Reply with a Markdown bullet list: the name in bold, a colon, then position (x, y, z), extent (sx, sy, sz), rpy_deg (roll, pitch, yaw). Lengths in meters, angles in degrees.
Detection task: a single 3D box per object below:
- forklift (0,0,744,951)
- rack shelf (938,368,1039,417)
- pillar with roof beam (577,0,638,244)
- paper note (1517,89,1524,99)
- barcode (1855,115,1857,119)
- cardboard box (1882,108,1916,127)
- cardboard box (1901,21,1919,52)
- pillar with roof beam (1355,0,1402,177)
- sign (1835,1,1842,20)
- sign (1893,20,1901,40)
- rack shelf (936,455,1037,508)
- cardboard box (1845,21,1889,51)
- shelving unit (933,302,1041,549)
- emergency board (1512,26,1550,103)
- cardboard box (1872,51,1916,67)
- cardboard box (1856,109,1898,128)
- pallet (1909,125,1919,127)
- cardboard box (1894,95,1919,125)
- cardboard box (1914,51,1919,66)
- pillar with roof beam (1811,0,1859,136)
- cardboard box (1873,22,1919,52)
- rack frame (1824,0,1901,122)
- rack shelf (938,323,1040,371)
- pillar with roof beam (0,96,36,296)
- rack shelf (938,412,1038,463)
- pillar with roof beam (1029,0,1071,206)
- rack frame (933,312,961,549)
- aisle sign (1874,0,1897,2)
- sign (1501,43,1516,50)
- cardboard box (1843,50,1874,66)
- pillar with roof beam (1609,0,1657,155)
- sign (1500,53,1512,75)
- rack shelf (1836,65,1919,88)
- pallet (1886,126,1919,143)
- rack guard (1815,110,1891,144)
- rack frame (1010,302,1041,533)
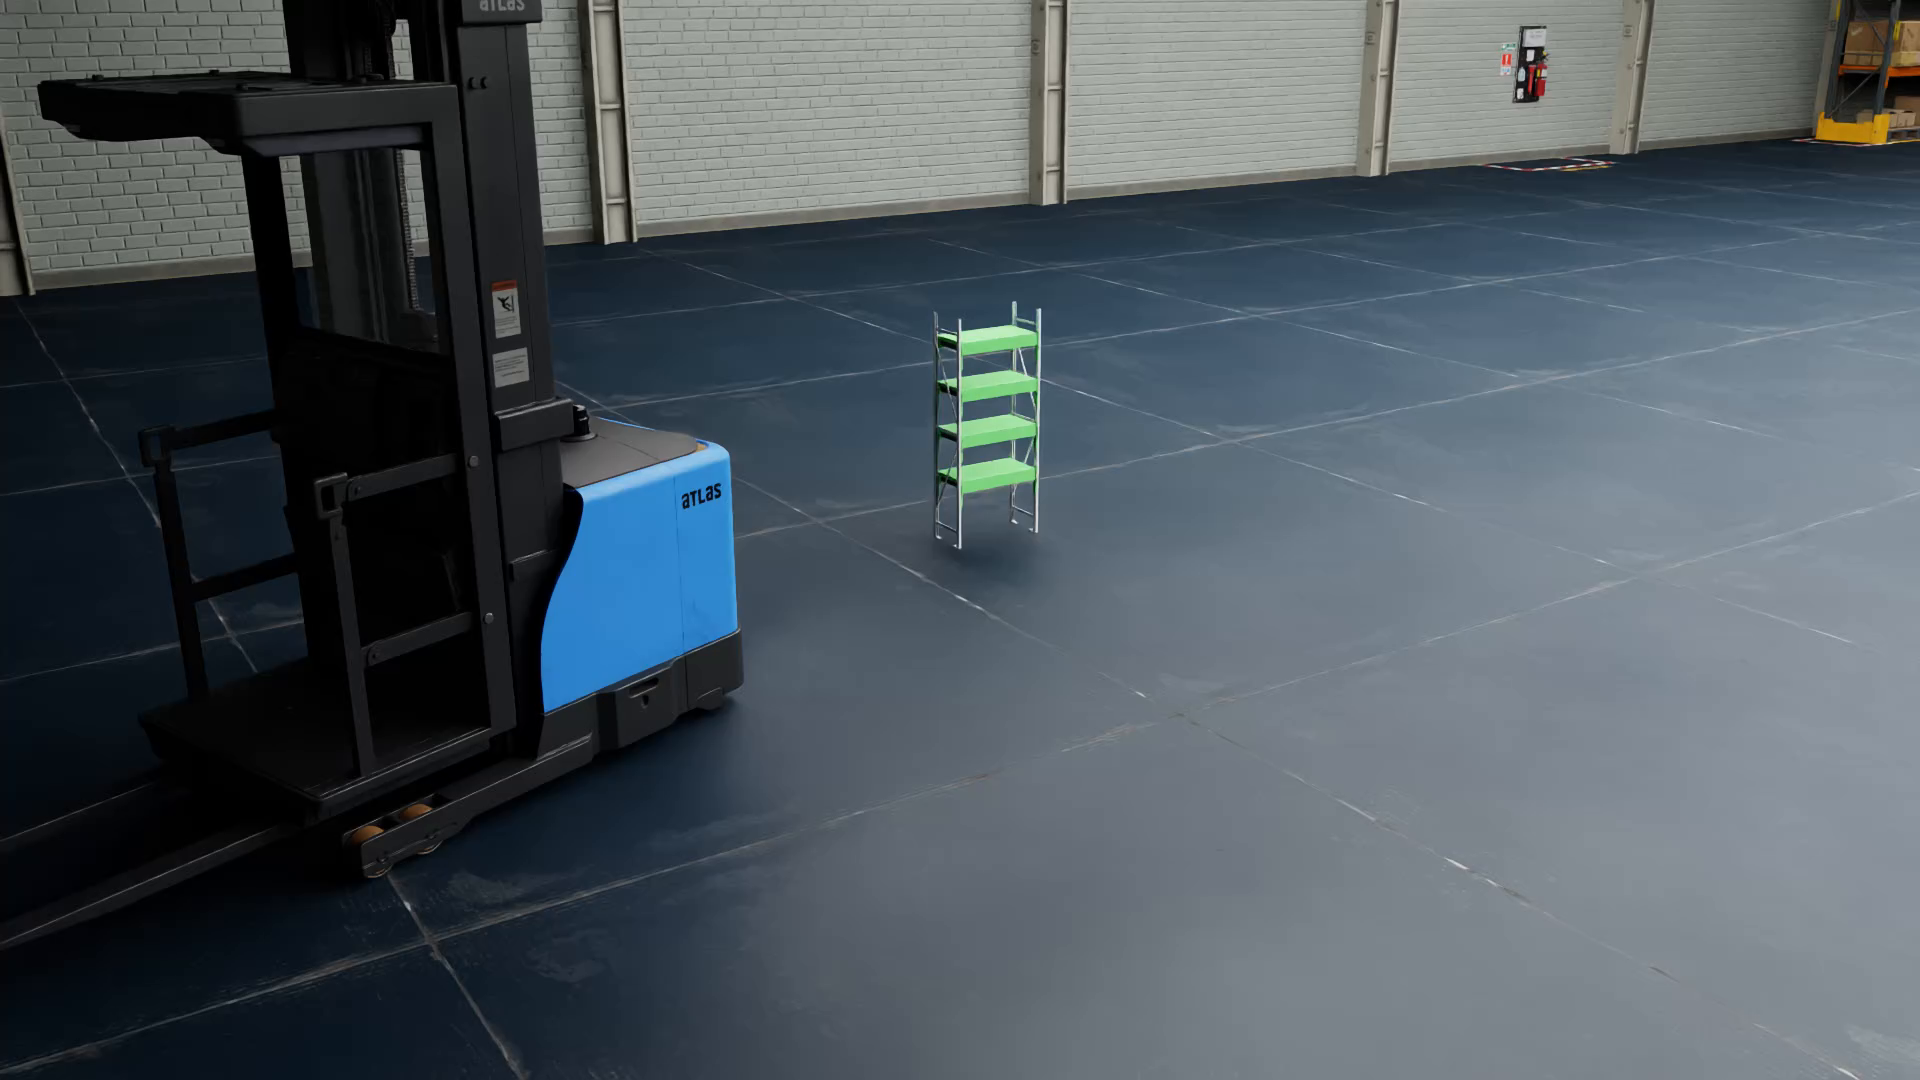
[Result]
- **forklift**: position (-2.166, -0.455, 5.515), extent (1.130, 2.935, 3.031), rpy_deg (13, 23, 34)
- **rack shelf**: position (0.138, -0.764, 8.582), extent (0.480, 0.148, 0.258), rpy_deg (-12, 22, -31)
- **pillar with roof beam**: position (-1.493, -6.463, 13.811), extent (0.400, 9.000, 9.100), rpy_deg (-12, 22, -31)
- **paper note**: position (8.902, -7.088, 26.403), extent (0.142, 0.148, 0.016), rpy_deg (-12, 22, -31)
- **barcode**: position (16.497, -7.792, 30.607), extent (0.075, 0.075, 0.001), rpy_deg (-12, 22, -31)
- **cardboard box**: position (17.178, -7.778, 30.580), extent (0.500, 0.311, 0.500), rpy_deg (-10, 21, -27)
- **cardboard box**: position (17.057, -9.027, 29.795), extent (0.500, 0.500, 0.500), rpy_deg (-12, 22, -31)
- **pillar with roof beam**: position (8.529, -8.577, 20.064), extent (0.400, 9.000, 9.100), rpy_deg (-12, 22, -31)
- **sign**: position (15.786, -9.496, 29.847), extent (0.005, 0.325, 0.100), rpy_deg (-12, 22, -31)
- **sign**: position (16.373, -8.910, 29.066), extent (0.005, 0.325, 0.100), rpy_deg (-12, 22, -31)
- **rack shelf**: position (0.138, -0.310, 8.736), extent (0.480, 0.148, 0.258), rpy_deg (-12, 22, -31)
- **cardboard box**: position (16.351, -9.079, 29.948), extent (0.500, 0.500, 0.500), rpy_deg (-12, 22, -32)
- **shelving unit**: position (0.138, -0.598, 8.639), extent (0.503, 1.200, 0.258), rpy_deg (-12, 22, -31)
- **emergency board**: position (9.087, -7.518, 26.299), extent (0.643, 1.169, 0.194), rpy_deg (-12, 22, -31)
- **cardboard box**: position (16.657, -8.585, 29.657), extent (0.500, 0.250, 0.500), rpy_deg (-13, 22, -33)
- **cardboard box**: position (16.702, -7.678, 30.283), extent (0.500, 0.311, 0.500), rpy_deg (-15, 24, -37)
- **pallet**: position (17.854, -7.685, 31.147), extent (1.213, 0.211, 1.003), rpy_deg (-12, 22, -31)
- **cardboard box**: position (17.818, -7.984, 30.892), extent (0.500, 0.500, 0.700), rpy_deg (-14, 23, -35)
- **cardboard box**: position (17.082, -8.680, 29.939), extent (0.500, 0.250, 0.500), rpy_deg (-13, 22, -33)
- **pillar with roof beam**: position (18.551, -10.690, 26.316), extent (0.400, 9.000, 9.100), rpy_deg (-12, 22, -31)
- **cardboard box**: position (16.638, -8.943, 29.545), extent (0.500, 0.500, 0.500), rpy_deg (-12, 22, -31)
- **rack frame**: position (16.074, -8.645, 29.633), extent (0.127, 3.000, 1.000), rpy_deg (-12, 22, -31)
- **rack shelf**: position (0.138, -0.992, 8.506), extent (0.480, 0.148, 0.258), rpy_deg (-12, 22, -31)
- **pillar with roof beam**: position (-6.504, -5.406, 10.685), extent (0.400, 9.000, 9.100), rpy_deg (-12, 22, -31)
- **rack shelf**: position (0.138, -0.537, 8.659), extent (0.480, 0.148, 0.258), rpy_deg (-12, 22, -31)
- **pillar with roof beam**: position (3.518, -7.520, 16.937), extent (0.400, 9.000, 9.100), rpy_deg (-12, 22, -31)
- **rack frame**: position (-0.066, -0.555, 8.512), extent (0.015, 1.200, 0.240), rpy_deg (-12, 22, -31)
- **aisle sign**: position (16.179, -9.784, 28.942), extent (0.004, 0.787, 0.394), rpy_deg (-12, 22, -31)
- **sign**: position (8.578, -7.715, 25.997), extent (0.331, 0.109, 0.001), rpy_deg (-12, 22, -31)
- **cardboard box**: position (16.358, -8.718, 30.051), extent (0.500, 0.250, 0.500), rpy_deg (-12, 22, -31)
- **pillar with roof beam**: position (13.540, -9.634, 23.190), extent (0.400, 9.000, 9.100), rpy_deg (-12, 22, -31)
- **sign**: position (8.569, -7.465, 26.087), extent (0.234, 0.329, 0.001), rpy_deg (-12, 22, -31)
- **rack shelf**: position (17.745, -8.657, 30.791), extent (4.000, 0.370, 1.077), rpy_deg (-12, 22, -31)
- **pallet**: position (16.836, -7.471, 30.515), extent (1.213, 0.211, 1.003), rpy_deg (-12, 22, -31)
- **rack guard**: position (16.138, -7.475, 30.073), extent (0.348, 0.500, 1.175), rpy_deg (-12, 22, -31)
- **rack frame**: position (0.342, -0.641, 8.766), extent (0.015, 1.200, 0.240), rpy_deg (-12, 22, -31)
